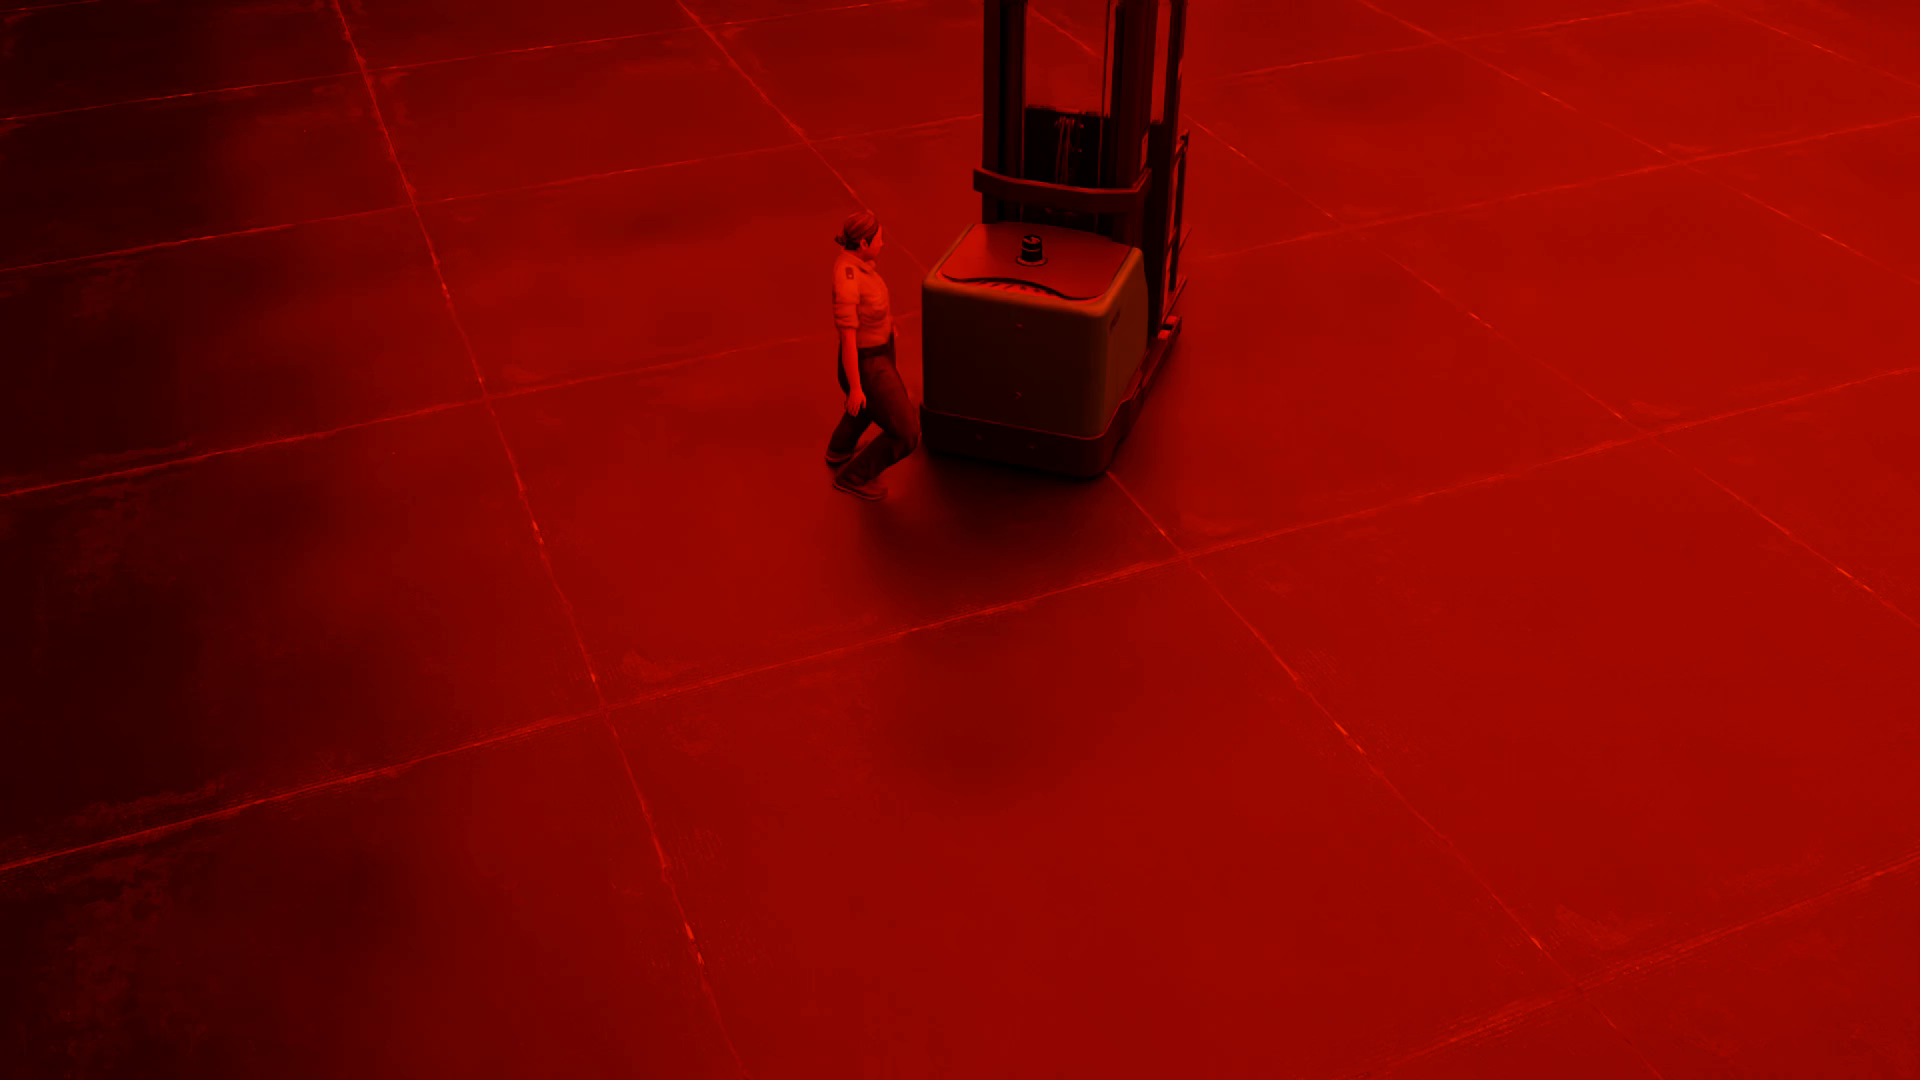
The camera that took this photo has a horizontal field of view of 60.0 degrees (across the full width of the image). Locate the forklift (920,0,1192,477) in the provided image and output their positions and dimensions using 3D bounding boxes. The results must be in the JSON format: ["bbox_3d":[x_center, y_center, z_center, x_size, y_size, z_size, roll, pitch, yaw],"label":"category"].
[{"bbox_3d":[0.746,-2.388,9.457,1.130,2.935,3.031,11,37,16],"label":"forklift"}]

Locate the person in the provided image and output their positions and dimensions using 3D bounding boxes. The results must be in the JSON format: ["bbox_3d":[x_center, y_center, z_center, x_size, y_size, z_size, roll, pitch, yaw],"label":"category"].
[{"bbox_3d":[-0.478,-0.943,8.635,0.544,1.562,0.850,0,35,0],"label":"person"}]
